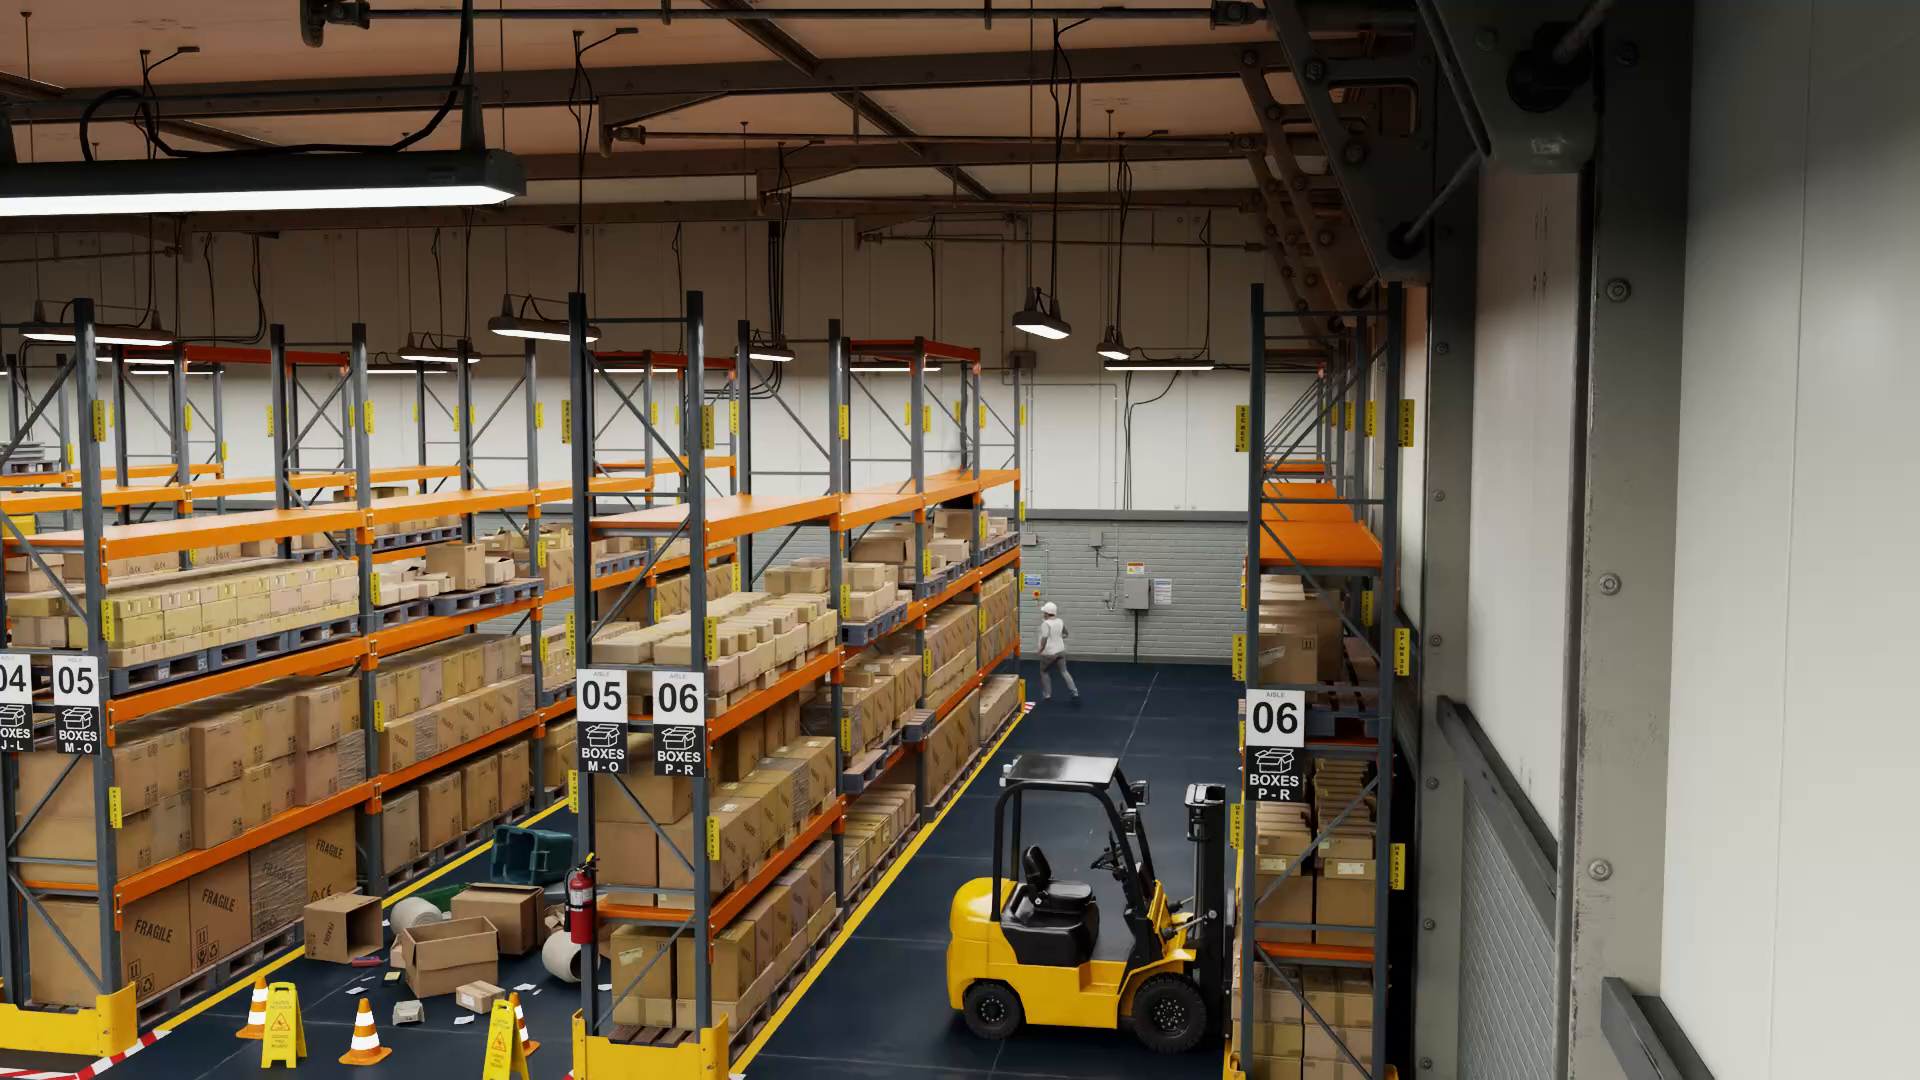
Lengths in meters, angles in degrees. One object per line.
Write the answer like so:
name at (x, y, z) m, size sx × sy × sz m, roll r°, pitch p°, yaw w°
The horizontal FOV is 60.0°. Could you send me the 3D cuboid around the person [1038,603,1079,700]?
person at (1.584, 1.966, 28.885) m, size 0.728 × 1.785 × 0.866 m, roll -3°, pitch 6°, yaw -33°
